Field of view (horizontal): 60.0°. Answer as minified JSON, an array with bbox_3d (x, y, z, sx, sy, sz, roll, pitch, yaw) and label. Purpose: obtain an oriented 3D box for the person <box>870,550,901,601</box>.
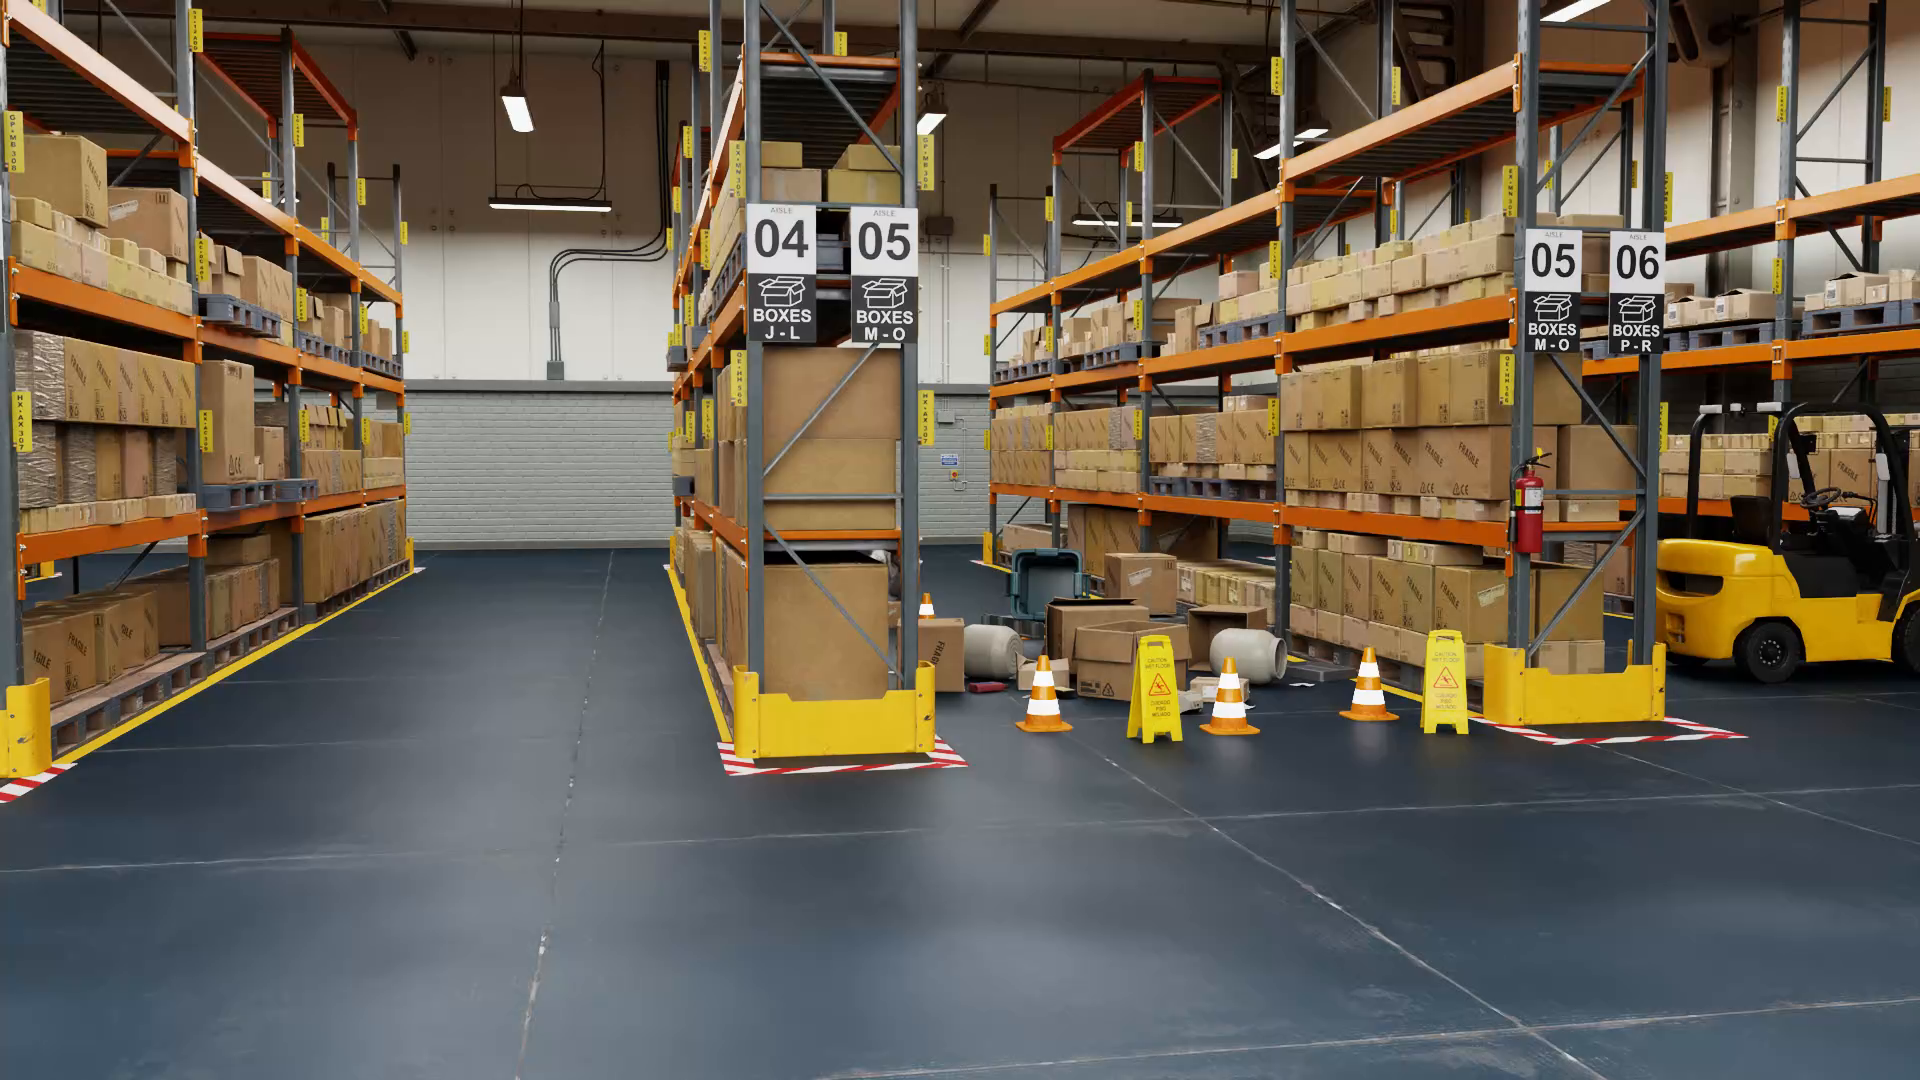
[{"bbox_3d":[-0.727,0.422,17.215,0.554,0.901,0.954,-1,3,-11],"label":"person"}]
